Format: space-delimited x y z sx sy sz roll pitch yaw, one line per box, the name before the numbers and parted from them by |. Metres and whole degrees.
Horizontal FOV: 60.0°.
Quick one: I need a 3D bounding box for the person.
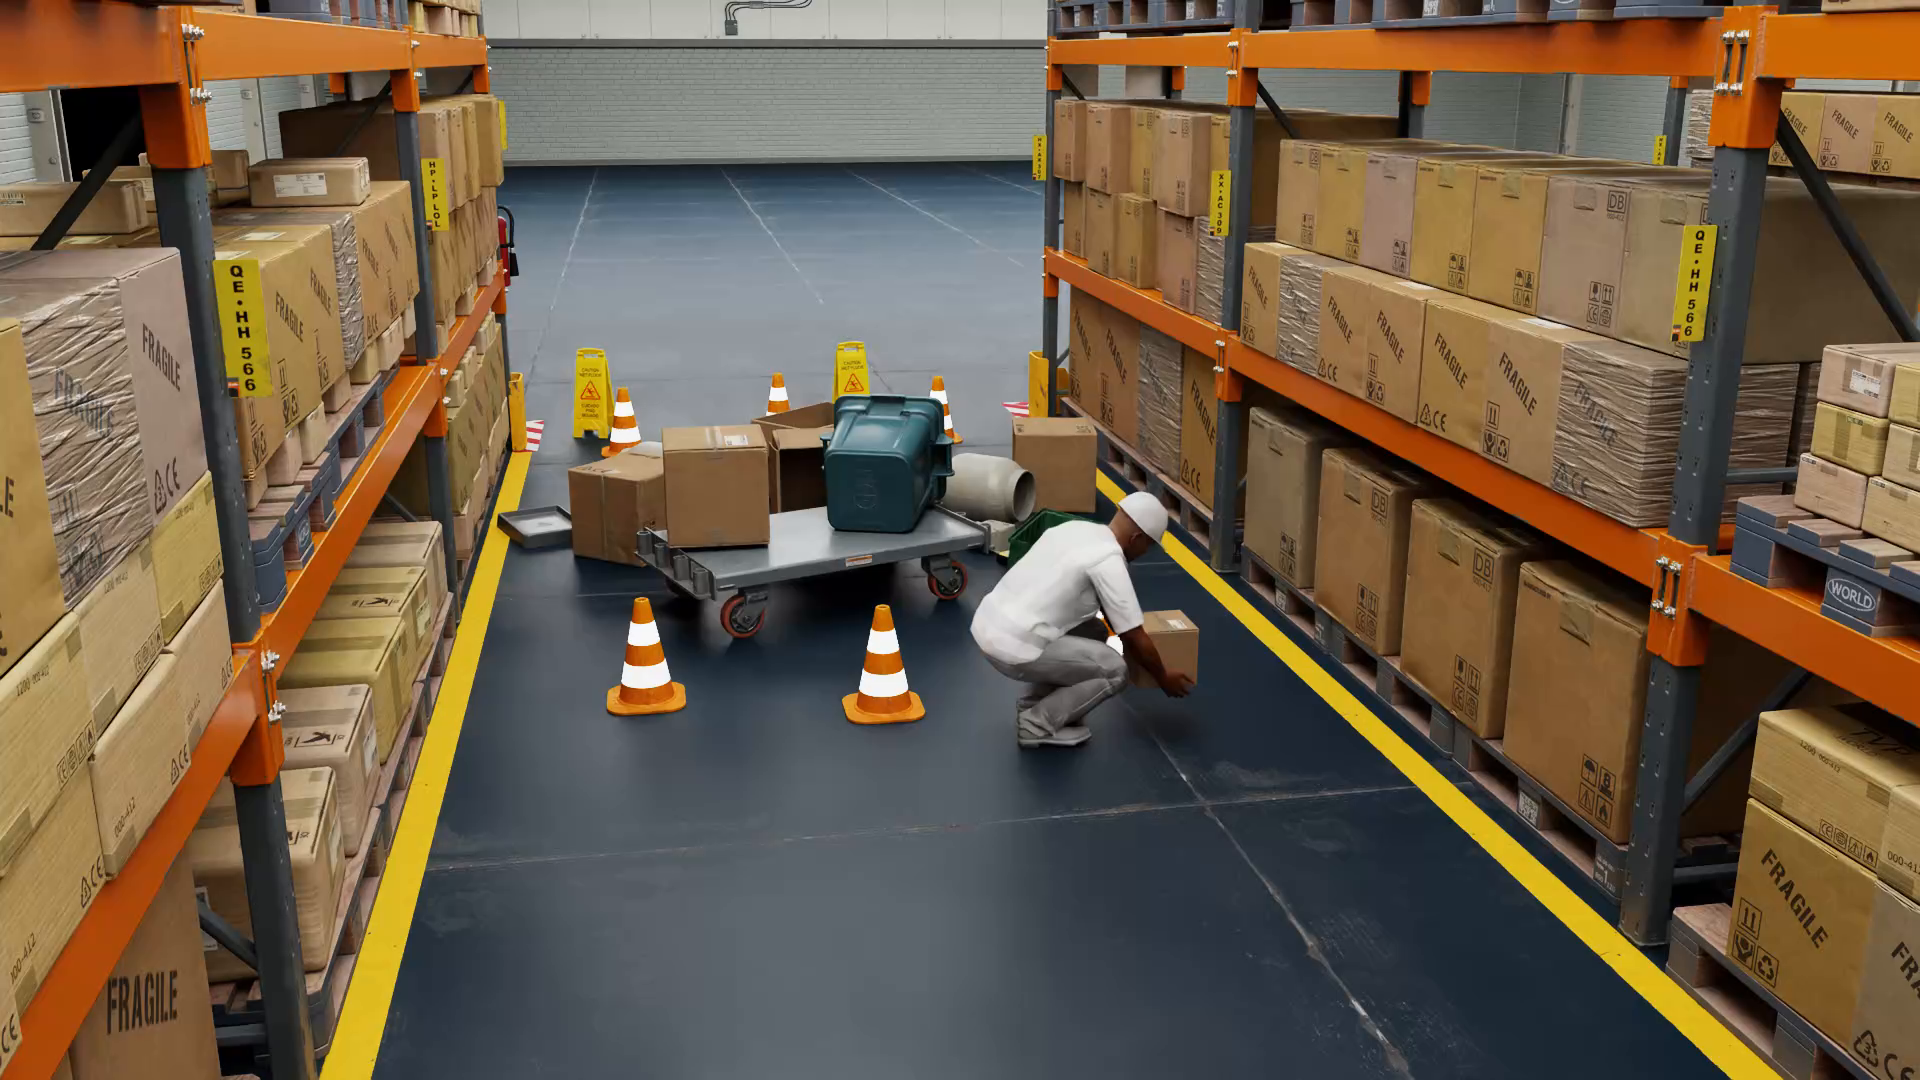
person | 0.492 0.307 6.833 0.895 0.996 0.586 -3 17 -10
